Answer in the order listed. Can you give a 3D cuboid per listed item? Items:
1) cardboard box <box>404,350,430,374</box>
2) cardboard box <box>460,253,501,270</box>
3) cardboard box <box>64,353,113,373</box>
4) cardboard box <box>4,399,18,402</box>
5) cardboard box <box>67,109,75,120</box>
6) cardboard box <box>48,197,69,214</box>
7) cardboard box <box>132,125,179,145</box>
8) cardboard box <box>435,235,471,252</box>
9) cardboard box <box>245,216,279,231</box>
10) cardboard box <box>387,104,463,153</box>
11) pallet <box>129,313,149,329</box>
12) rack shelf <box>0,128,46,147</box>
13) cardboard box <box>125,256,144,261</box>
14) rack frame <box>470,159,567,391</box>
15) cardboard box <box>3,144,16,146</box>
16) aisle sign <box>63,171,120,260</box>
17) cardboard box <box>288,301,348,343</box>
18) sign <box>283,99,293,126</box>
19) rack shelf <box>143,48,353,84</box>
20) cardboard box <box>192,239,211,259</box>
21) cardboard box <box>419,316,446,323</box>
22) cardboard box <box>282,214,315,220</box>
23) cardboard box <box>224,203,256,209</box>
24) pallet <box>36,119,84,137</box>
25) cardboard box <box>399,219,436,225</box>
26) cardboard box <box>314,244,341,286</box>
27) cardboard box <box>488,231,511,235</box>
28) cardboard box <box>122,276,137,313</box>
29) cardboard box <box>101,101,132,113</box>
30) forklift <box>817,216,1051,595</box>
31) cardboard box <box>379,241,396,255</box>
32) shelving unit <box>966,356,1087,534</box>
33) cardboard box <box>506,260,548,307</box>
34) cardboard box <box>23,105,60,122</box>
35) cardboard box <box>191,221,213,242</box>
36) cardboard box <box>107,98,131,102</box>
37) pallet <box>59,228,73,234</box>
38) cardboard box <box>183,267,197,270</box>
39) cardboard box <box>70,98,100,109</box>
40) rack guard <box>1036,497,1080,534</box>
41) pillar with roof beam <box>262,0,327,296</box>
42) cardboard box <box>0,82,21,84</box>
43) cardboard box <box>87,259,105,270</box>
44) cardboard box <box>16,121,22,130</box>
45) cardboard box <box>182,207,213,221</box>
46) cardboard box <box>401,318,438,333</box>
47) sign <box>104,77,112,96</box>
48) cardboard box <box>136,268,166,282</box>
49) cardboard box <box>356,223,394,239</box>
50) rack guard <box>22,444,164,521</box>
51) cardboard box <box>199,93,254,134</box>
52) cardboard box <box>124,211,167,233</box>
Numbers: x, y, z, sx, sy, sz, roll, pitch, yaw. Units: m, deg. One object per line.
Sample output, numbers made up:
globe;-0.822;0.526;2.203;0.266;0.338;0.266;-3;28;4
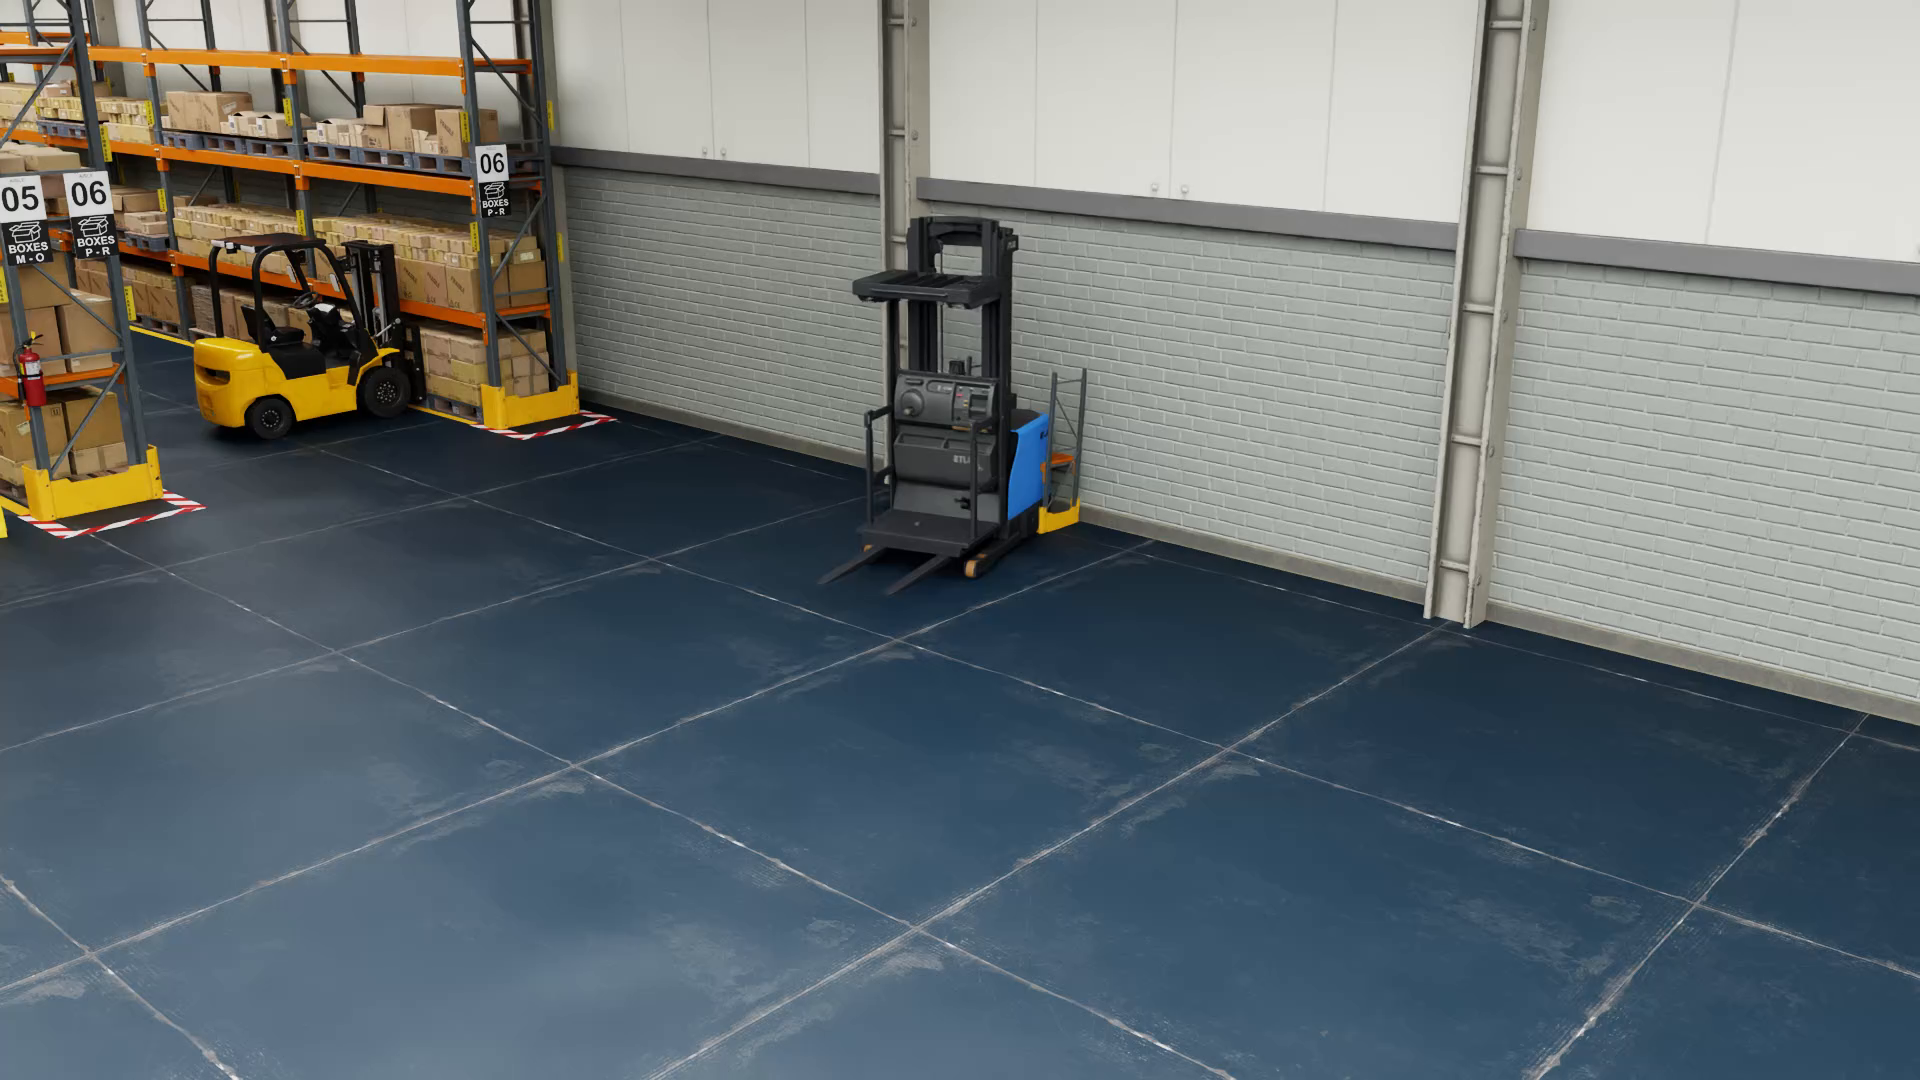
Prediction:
cardboard box;-6.438;-2.230;20.341;0.500;0.250;0.500;14;23;38
cardboard box;-5.544;-3.236;19.249;0.250;0.149;0.380;15;23;40
cardboard box;-8.507;-1.744;16.202;0.250;0.149;0.380;15;23;39
cardboard box;-9.555;-1.202;16.690;0.500;0.500;0.500;16;24;41
cardboard box;-13.349;-6.485;25.323;0.250;0.149;0.380;15;23;39
cardboard box;-8.423;-3.199;15.827;0.250;0.149;0.380;15;23;39
cardboard box;-11.627;-5.885;24.125;0.500;0.250;0.500;14;22;37
cardboard box;-5.925;-3.484;19.541;0.250;0.149;0.380;16;23;40
cardboard box;-9.469;-4.301;22.605;0.250;0.149;0.380;15;23;40
cardboard box;-6.291;-4.860;19.621;0.500;0.500;0.700;15;23;40
pallet;-12.524;-3.553;26.097;1.213;0.211;1.003;15;23;39
rack shelf;-15.570;-6.770;27.855;4.000;0.370;1.077;15;23;39
cardboard box;-13.220;-4.493;26.814;0.250;0.149;0.380;15;23;40
rack frame;-5.099;-2.873;19.343;0.127;3.000;1.000;15;23;39
cardboard box;-9.638;-3.869;16.621;0.250;0.149;0.380;16;23;40
aisle sign;-8.138;-3.046;15.590;0.004;0.787;0.394;15;23;39
cardboard box;-8.488;-2.846;22.491;0.625;0.625;0.875;16;24;42
sign;-8.443;-5.377;20.901;0.005;0.325;0.100;15;23;39
rack shelf;-9.586;-6.403;22.401;4.000;0.370;1.077;15;23;39
cardboard box;-10.540;-4.161;23.650;0.500;0.250;0.500;14;23;38
cardboard box;-6.454;-2.685;20.950;0.500;0.250;0.500;14;23;38
cardboard box;-9.129;-4.420;22.980;0.250;0.149;0.380;15;23;39
cardboard box;-10.435;-4.789;24.143;0.250;0.149;0.380;16;23;41
pallet;-13.633;-6.475;26.047;1.003;0.211;1.213;15;23;39
cardboard box;-6.875;-3.976;21.090;0.250;0.149;0.380;15;23;38
cardboard box;-7.932;-3.575;21.391;0.500;0.500;0.500;14;22;38
cardboard box;-5.588;-3.597;19.896;0.250;0.149;0.380;16;23;40
cardboard box;-12.703;-3.831;25.802;0.500;0.500;0.500;14;22;37
cardboard box;-12.506;-6.432;24.695;0.250;0.149;0.380;15;23;39
forklift;-0.221;-1.212;14.224;1.130;2.935;3.031;8;19;23
cardboard box;-6.883;-3.594;20.379;0.250;0.149;0.380;14;23;38
shelving unit;0.577;-0.942;15.737;1.083;1.500;0.587;16;20;39
cardboard box;-5.285;-3.083;19.839;0.500;0.500;0.500;16;24;41
cardboard box;-14.601;-6.822;26.585;0.500;0.250;0.500;15;23;39
cardboard box;-10.539;-4.401;23.579;0.500;0.250;0.500;16;24;41
cardboard box;-12.840;-6.677;25.435;0.250;0.149;0.380;15;23;40
pallet;-13.549;-5.005;26.380;1.213;0.211;1.003;15;23;39
cardboard box;-11.827;-4.139;25.698;0.250;0.149;0.380;14;22;37
cardboard box;-13.293;-6.641;25.321;0.250;0.149;0.380;15;23;40
rack guard;0.915;-0.233;15.590;0.087;0.250;0.587;16;20;39
pillar with roof beam;-12.366;-6.307;20.245;0.400;9.000;9.100;15;23;39
cardboard box;-16.548;-7.797;28.832;0.500;0.250;0.500;14;22;38
cardboard box;-13.724;-4.430;26.615;0.250;0.149;0.380;14;23;38
cardboard box;-15.096;-6.753;27.028;0.250;0.149;0.380;15;23;39
cardboard box;-10.839;-4.652;23.711;0.250;0.149;0.380;16;23;40
cardboard box;-6.794;-2.564;20.570;0.500;0.250;0.500;14;23;38
sign;-13.708;-7.272;26.741;0.005;0.325;0.100;15;23;39
cardboard box;-12.366;-4.063;25.458;0.250;0.149;0.380;15;23;38
cardboard box;-7.260;-3.841;20.665;0.250;0.149;0.380;15;23;38
rack guard;-8.447;-0.573;16.228;0.348;0.500;1.175;15;23;39
cardboard box;-9.941;-5.799;22.581;0.500;0.500;0.500;16;23;41
cardboard box;-12.086;-4.746;24.800;0.500;0.250;0.500;14;22;37
